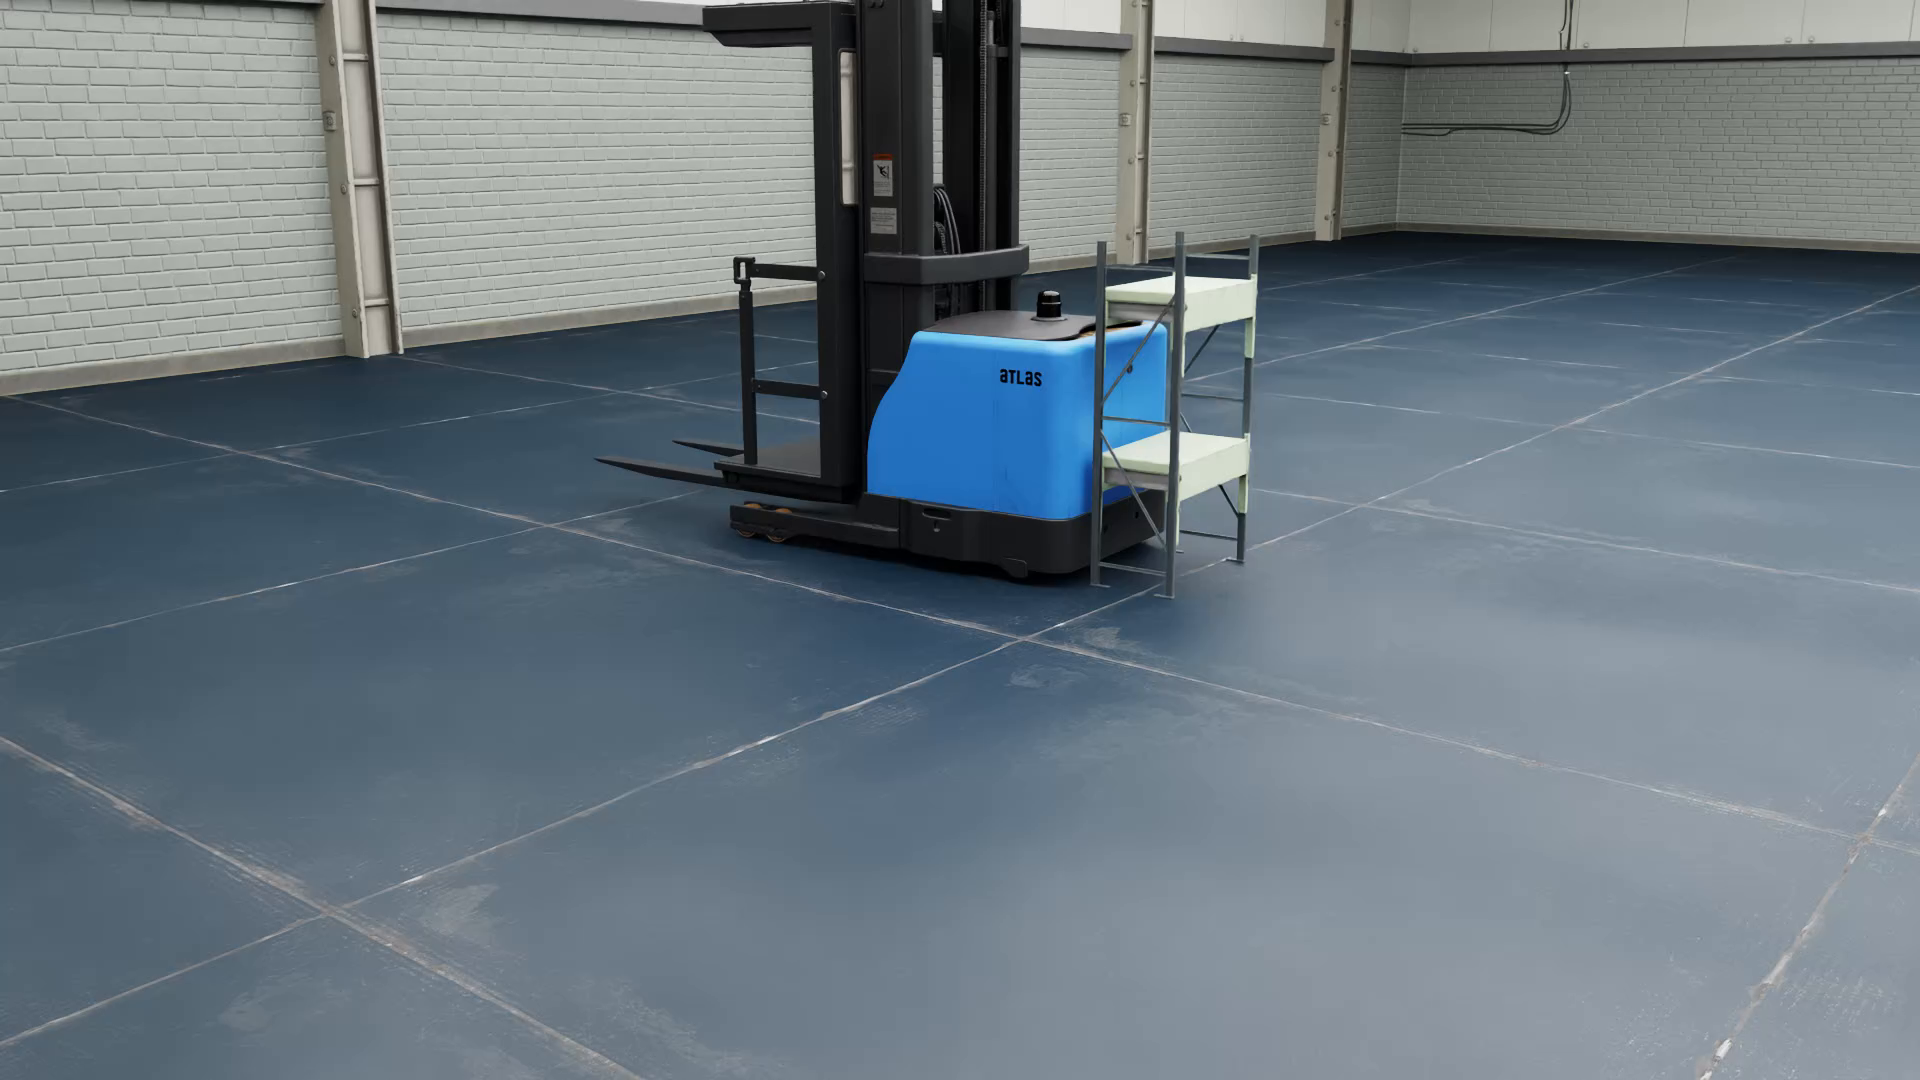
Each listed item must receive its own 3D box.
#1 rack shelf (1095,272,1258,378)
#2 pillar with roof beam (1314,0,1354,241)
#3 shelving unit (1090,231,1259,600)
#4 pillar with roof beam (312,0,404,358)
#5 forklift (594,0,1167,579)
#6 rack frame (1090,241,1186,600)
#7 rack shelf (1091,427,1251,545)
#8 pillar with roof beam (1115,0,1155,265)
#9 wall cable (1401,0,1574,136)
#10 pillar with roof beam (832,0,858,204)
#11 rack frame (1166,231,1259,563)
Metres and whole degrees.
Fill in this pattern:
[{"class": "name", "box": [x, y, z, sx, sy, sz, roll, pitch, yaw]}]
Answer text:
[{"class": "rack shelf", "box": [0.949, -0.953, 7.242, 0.431, 0.370, 0.720, 9, 17, 32]}, {"class": "pillar with roof beam", "box": [9.550, -8.765, 24.351, 9.100, 9.000, 0.400, 11, 18, 38]}, {"class": "shelving unit", "box": [0.949, -0.574, 7.338, 0.431, 1.500, 0.755, 9, 17, 32]}, {"class": "pillar with roof beam", "box": [-1.763, -5.318, 10.781, 9.100, 9.000, 0.400, 11, 18, 38]}, {"class": "forklift", "box": [-0.525, -1.506, 8.100, 3.031, 2.935, 1.130, 9, 17, 32]}, {"class": "rack frame", "box": [0.747, -0.499, 7.043, 0.400, 1.500, 0.023, 9, 17, 32]}, {"class": "rack shelf", "box": [0.949, -0.259, 7.419, 0.431, 0.370, 0.720, 9, 17, 32]}, {"class": "pillar with roof beam", "box": [5.779, -7.616, 19.828, 9.100, 9.000, 0.400, 11, 18, 38]}, {"class": "wall cable", "box": [9.082, -8.286, 28.771, 3.097, 2.526, 0.112, 11, 18, 38]}, {"class": "pillar with roof beam", "box": [2.008, -6.467, 15.305, 9.100, 9.000, 0.400, 11, 18, 38]}, {"class": "rack frame", "box": [1.151, -0.650, 7.634, 0.400, 1.500, 0.023, 9, 17, 32]}]
